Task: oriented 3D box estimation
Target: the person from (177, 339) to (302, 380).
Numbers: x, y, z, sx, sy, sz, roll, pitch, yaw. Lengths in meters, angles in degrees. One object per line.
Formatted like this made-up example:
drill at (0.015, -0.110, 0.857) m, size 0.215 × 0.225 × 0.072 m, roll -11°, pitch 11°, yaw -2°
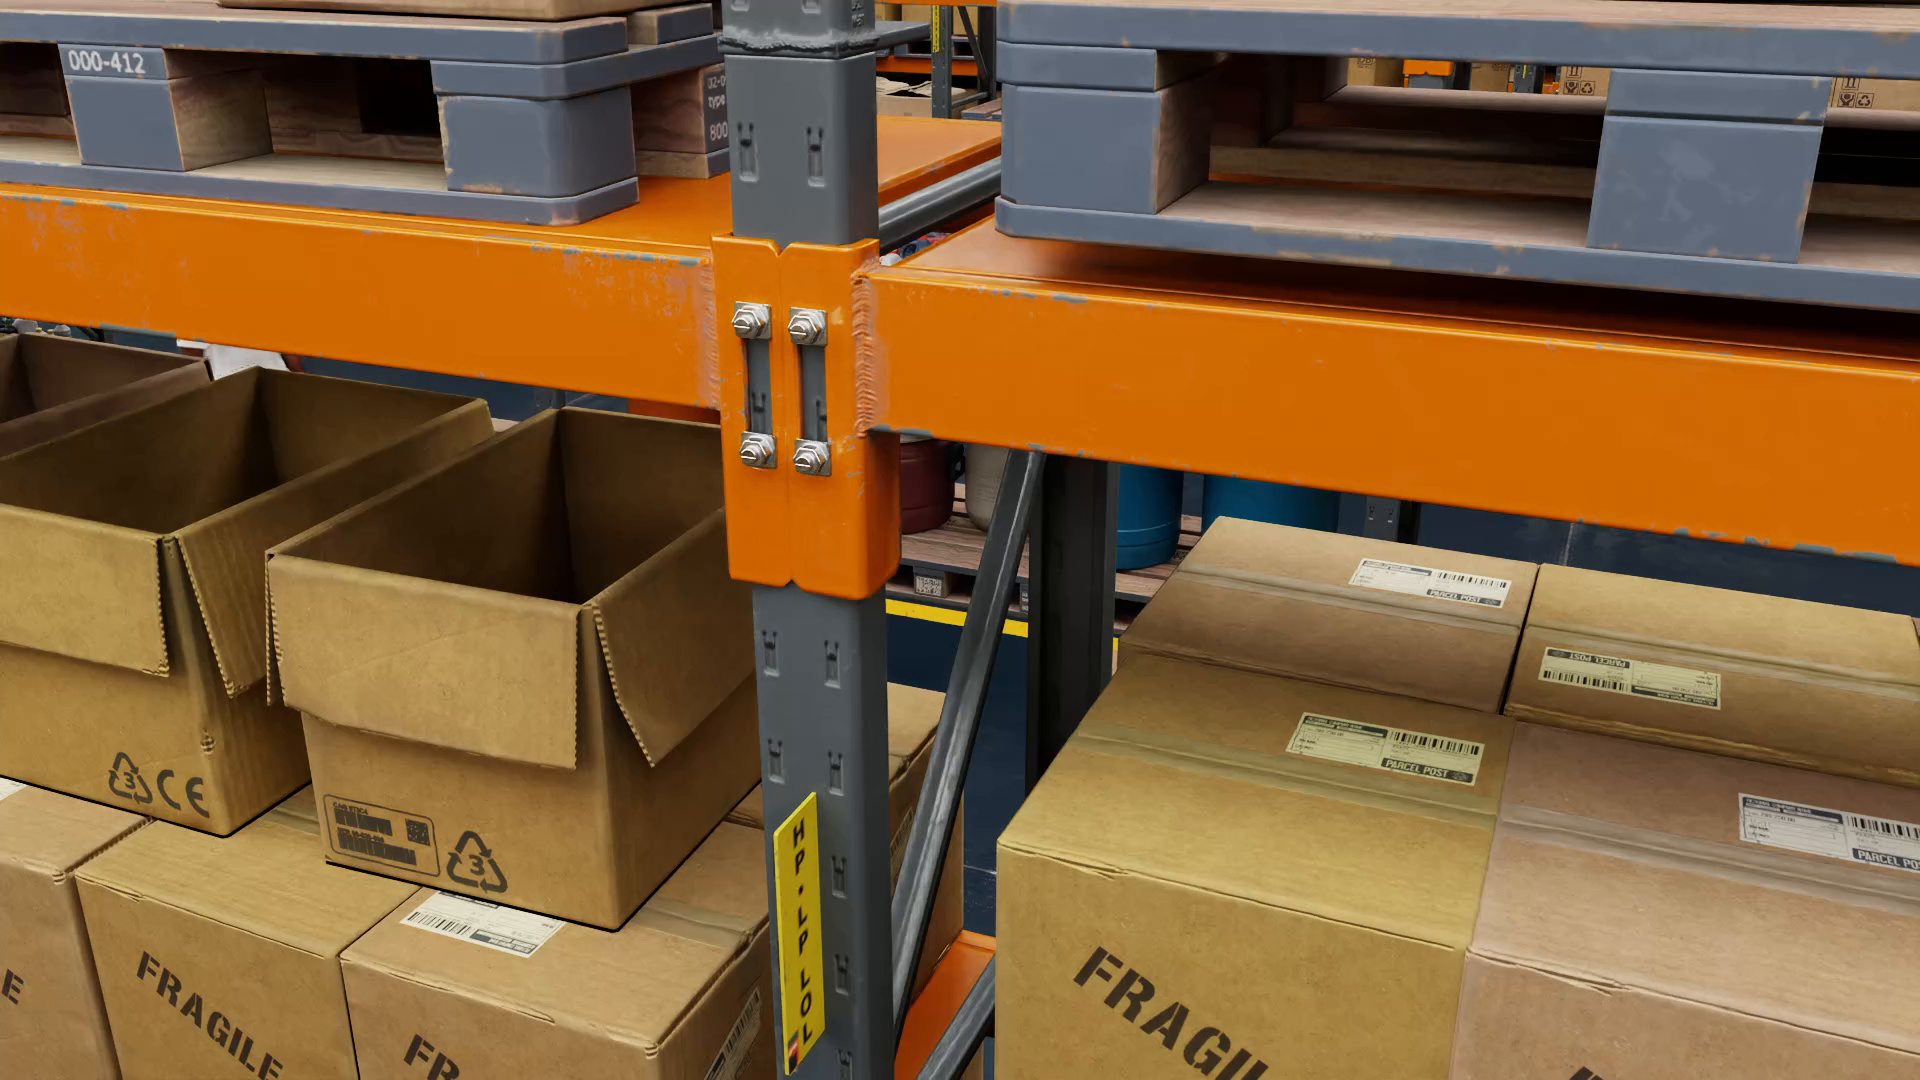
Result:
person at (-3.175, -0.598, 7.496) m, size 0.640 × 1.758 × 0.599 m, roll 15°, pitch 26°, yaw 32°
